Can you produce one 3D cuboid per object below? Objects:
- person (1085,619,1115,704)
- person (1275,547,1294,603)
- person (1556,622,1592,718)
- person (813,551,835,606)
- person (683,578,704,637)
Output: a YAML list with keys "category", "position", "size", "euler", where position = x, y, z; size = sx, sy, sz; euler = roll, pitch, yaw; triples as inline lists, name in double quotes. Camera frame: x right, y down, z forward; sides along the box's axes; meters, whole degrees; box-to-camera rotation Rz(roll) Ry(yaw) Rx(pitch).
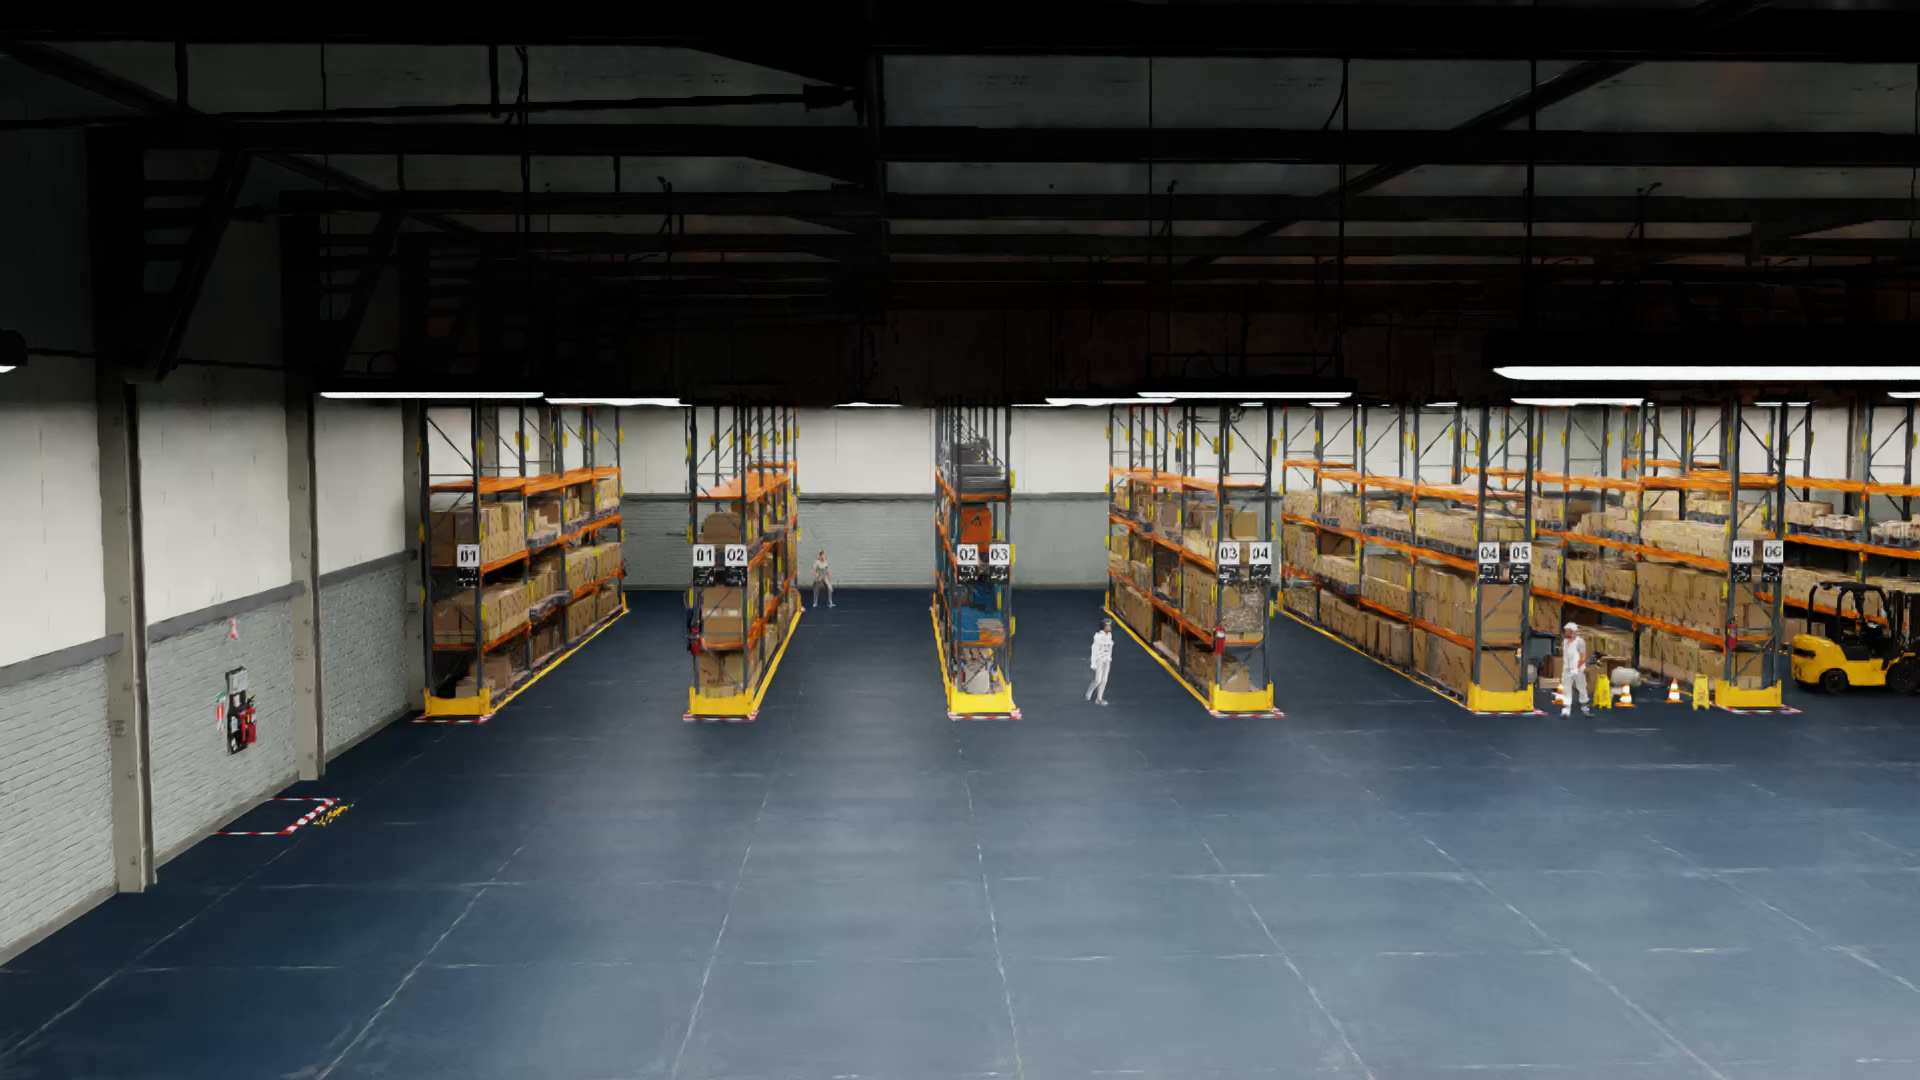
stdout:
- category: "person"
  position: [2.721, 2.346, 32.376]
  size: [0.537, 1.670, 0.516]
  euler: [-4, 6, -39]
- category: "person"
  position: [9.610, 0.999, 48.880]
  size: [0.672, 1.771, 0.620]
  euler: [-3, 6, -36]
- category: "person"
  position: [11.395, 2.414, 30.862]
  size: [0.712, 1.786, 0.551]
  euler: [-3, 5, -34]
- category: "person"
  position: [-4.001, 1.122, 48.102]
  size: [0.555, 1.624, 0.724]
  euler: [-2, 5, -26]
- category: "person"
  position: [-6.639, 1.689, 41.577]
  size: [0.566, 1.541, 0.519]
  euler: [0, 5, -5]
